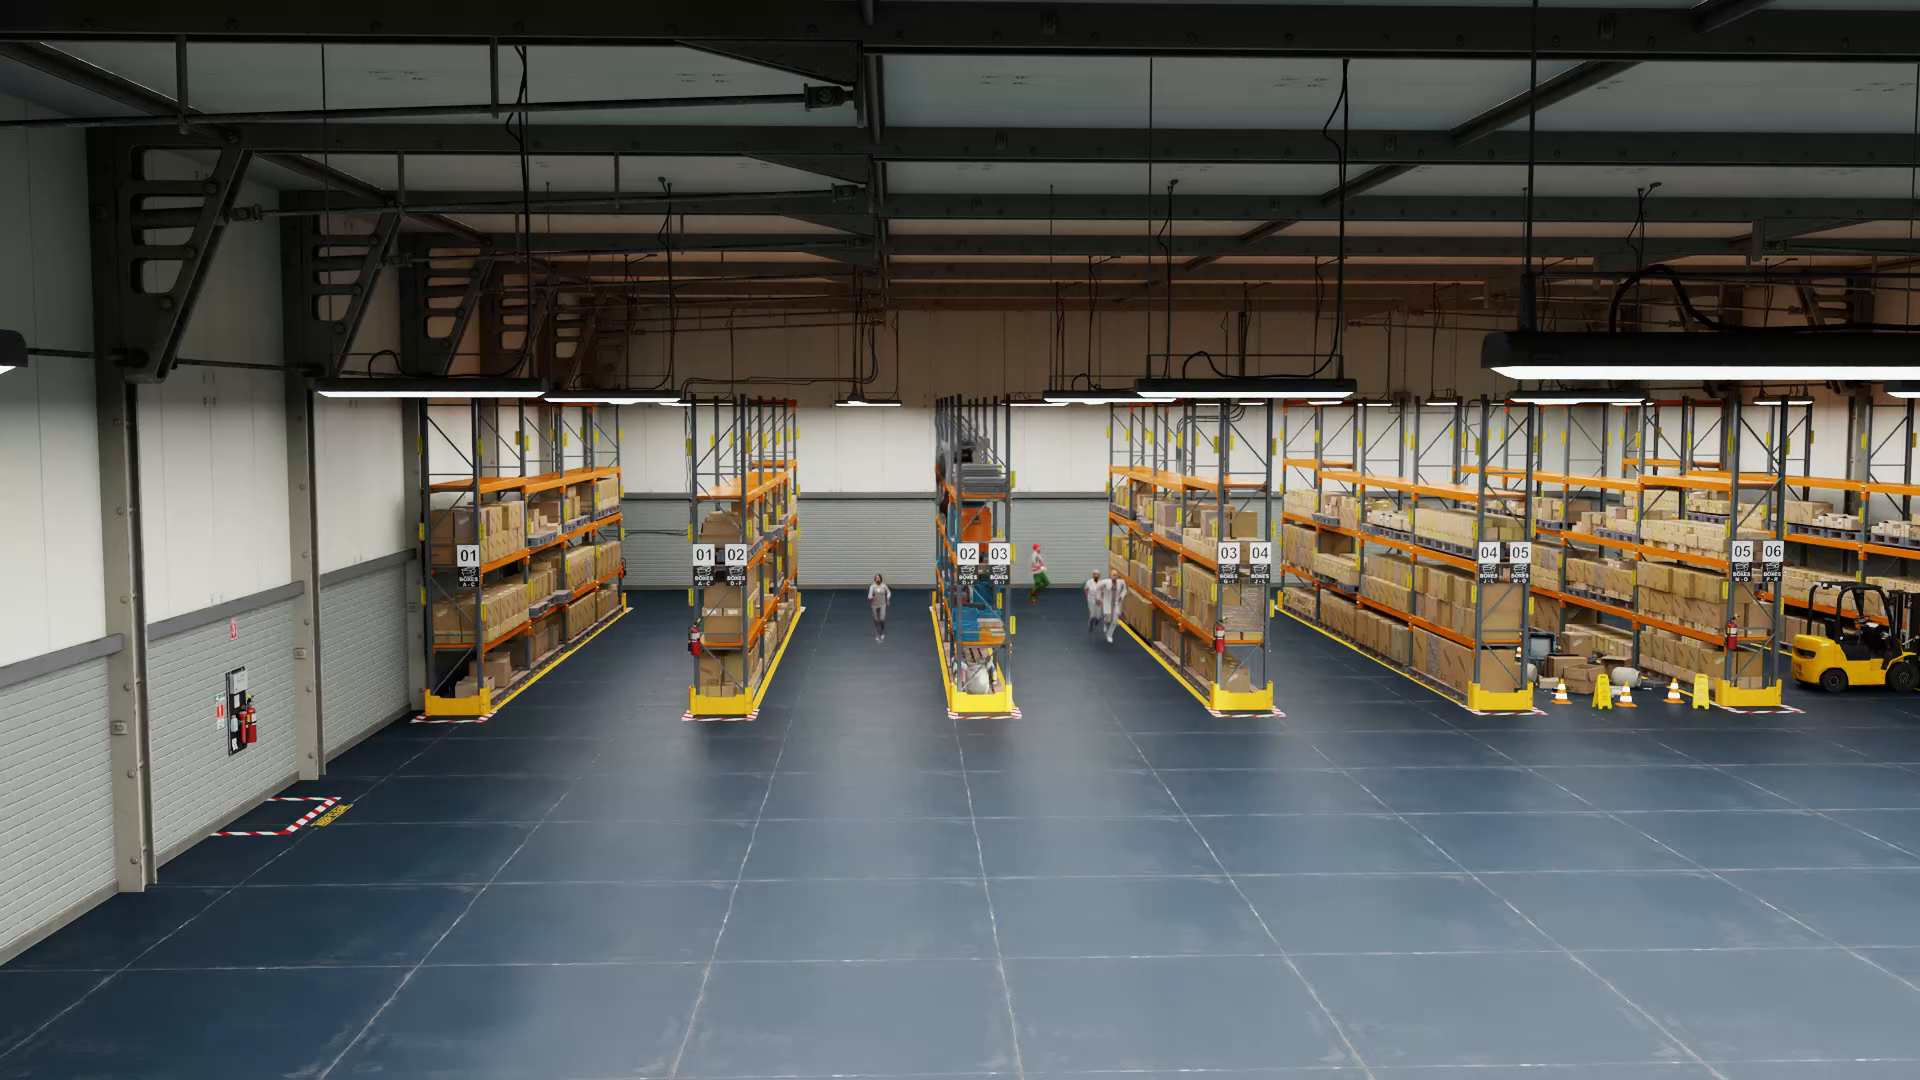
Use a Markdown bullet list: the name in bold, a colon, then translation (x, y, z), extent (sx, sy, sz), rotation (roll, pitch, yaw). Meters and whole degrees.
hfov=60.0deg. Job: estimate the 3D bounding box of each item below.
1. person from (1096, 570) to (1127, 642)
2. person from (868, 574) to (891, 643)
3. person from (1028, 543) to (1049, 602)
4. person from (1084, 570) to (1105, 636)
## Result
- **person**: translation (3.553, 1.535, 39.060), extent (0.701, 1.693, 0.792), rotation (-1, 5, -12)
- **person**: translation (-1.886, 1.594, 38.833), extent (0.511, 1.616, 0.635), rotation (0, 4, 1)
- **person**: translation (2.336, 0.962, 49.331), extent (0.610, 1.738, 0.674), rotation (1, 5, 16)
- **person**: translation (3.355, 1.552, 40.896), extent (0.580, 1.646, 0.625), rotation (0, 4, -1)
